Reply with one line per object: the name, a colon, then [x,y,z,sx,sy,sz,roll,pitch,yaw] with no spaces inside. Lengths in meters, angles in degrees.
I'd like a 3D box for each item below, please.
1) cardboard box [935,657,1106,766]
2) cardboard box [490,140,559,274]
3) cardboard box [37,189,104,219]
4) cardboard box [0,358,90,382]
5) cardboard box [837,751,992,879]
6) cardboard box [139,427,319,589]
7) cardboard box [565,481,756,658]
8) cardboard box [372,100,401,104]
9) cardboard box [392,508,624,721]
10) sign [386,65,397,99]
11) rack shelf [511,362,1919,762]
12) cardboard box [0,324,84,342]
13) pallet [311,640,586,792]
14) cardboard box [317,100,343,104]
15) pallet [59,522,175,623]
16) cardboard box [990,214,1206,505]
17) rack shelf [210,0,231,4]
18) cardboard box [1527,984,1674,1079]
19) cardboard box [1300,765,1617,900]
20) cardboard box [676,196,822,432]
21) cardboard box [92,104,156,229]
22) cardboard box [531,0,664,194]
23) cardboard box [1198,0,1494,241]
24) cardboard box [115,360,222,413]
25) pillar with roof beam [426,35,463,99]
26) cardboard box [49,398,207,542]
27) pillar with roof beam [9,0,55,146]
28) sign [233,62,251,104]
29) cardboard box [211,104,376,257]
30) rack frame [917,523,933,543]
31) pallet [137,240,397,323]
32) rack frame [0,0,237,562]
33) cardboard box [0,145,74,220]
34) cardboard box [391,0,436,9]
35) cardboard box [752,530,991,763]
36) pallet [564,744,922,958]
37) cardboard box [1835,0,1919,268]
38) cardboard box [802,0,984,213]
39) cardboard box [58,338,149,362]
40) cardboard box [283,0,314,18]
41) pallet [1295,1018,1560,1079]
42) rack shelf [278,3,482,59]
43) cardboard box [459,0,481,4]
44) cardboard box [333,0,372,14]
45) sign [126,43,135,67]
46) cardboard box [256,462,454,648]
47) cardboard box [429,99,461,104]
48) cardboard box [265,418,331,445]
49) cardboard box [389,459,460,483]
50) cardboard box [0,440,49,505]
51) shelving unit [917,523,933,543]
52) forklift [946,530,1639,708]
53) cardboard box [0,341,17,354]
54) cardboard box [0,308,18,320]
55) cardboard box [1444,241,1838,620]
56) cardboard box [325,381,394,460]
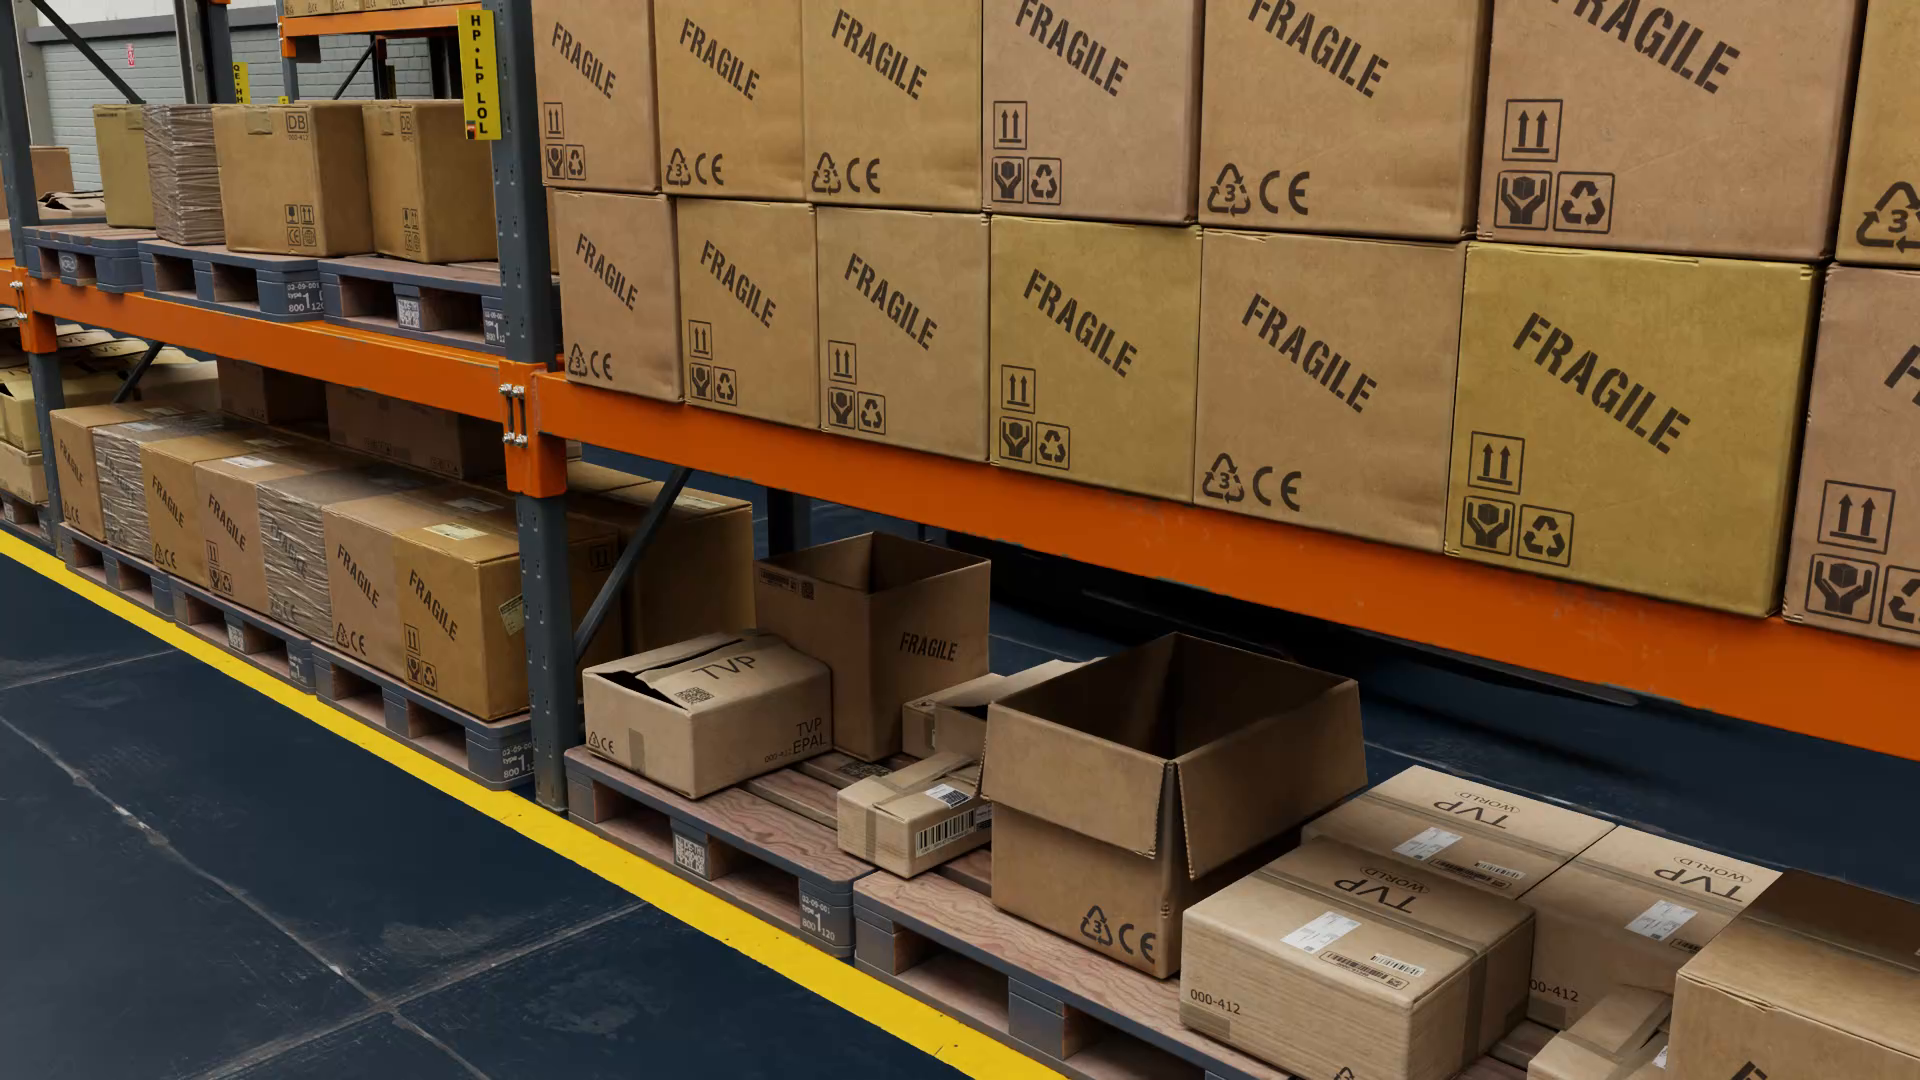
cardboard box: [0.282,0.519,4.450,0.500,0.311,0.500,14,20,42]
cardboard box: [-1.051,-1.123,5.263,0.500,0.500,0.700,7,16,24]
cardboard box: [-4.254,-1.597,8.289,0.500,0.311,0.500,13,20,42]
cardboard box: [-4.672,-0.729,8.290,0.500,0.311,0.500,13,20,41]
cardboard box: [-0.084,0.672,4.150,0.250,0.166,0.380,14,20,42]
cardboard box: [-2.877,-0.141,6.608,0.500,0.500,0.500,13,20,41]
cardboard box: [-1.044,0.120,5.609,0.500,0.500,0.500,13,19,40]
cardboard box: [-4.837,-3.642,14.731,0.500,0.500,0.500,-14,20,-42]
cardboard box: [-1.420,0.214,5.246,0.500,0.500,0.500,14,20,42]
sign: [-5.669,-4.559,16.556,0.005,0.325,0.100,14,20,42]
rack shelf: [0.574,-0.050,3.602,4.000,0.370,1.077,14,20,42]
cardboard box: [-5.397,-1.096,9.697,0.500,0.311,0.500,14,20,42]
pallet: [-1.477,0.466,5.727,1.213,0.211,1.003,14,20,42]
cardboard box: [-5.584,-3.822,15.421,0.500,0.500,0.500,14,20,42]
pallet: [-3.234,0.039,7.365,1.213,0.211,1.003,14,20,42]
cardboard box: [0.409,-0.392,3.290,0.500,0.500,0.500,13,20,41]
rack shelf: [-2.305,-2.202,5.911,4.000,0.370,1.077,14,20,42]
cardboard box: [1.223,0.972,2.998,0.250,0.166,0.380,14,20,42]
cardboard box: [1.100,0.748,3.694,0.500,0.250,0.500,14,20,42]
cardboard box: [-0.317,-0.569,3.969,0.500,0.500,0.500,14,20,43]
cardboard box: [-3.213,-1.610,7.132,0.500,0.500,0.700,7,16,24]
cardboard box: [-0.721,-1.147,4.204,0.500,0.500,0.500,-14,20,-43]
cardboard box: [0.762,-0.787,2.821,0.500,0.500,0.500,-14,20,-43]
cardboard box: [-3.918,-0.737,8.321,0.500,0.311,0.500,-14,20,-42]
pillar with roof beam: [-7.952,-5.904,12.745,0.400,9.000,9.100,14,20,42]
cardboard box: [-3.616,-0.320,7.297,0.500,0.500,0.500,-13,20,-42]
pillar with roof beam: [-16.591,-8.005,20.806,0.400,9.000,9.100,14,20,42]
sign: [-3.375,-2.070,7.790,0.005,0.325,0.100,14,20,42]
cardboard box: [-2.180,-1.298,5.933,0.500,0.500,0.700,8,17,28]
rack frame: [-0.057,-1.030,7.720,0.015,2.100,0.400,14,20,42]
pallet: [-2.342,-1.016,6.263,1.213,0.211,1.003,14,20,42]
rack frame: [-3.745,-1.448,7.542,0.127,3.000,1.000,14,20,42]
cardboard box: [-4.964,-1.787,8.645,0.500,0.500,0.500,12,19,39]
cardboard box: [-4.504,-4.782,14.150,0.500,0.500,0.500,13,19,40]
cardboard box: [-0.258,0.297,4.930,0.500,0.500,0.500,14,20,42]
pallet: [-0.372,0.722,4.745,1.213,0.211,1.003,14,20,42]
cardboard box: [1.503,-0.608,2.137,0.500,0.500,0.500,13,20,42]
cardboard box: [0.020,-0.967,3.512,0.500,0.500,0.500,13,19,41]
cardboard box: [-4.668,-0.917,9.012,0.500,0.311,0.500,13,19,41]
cardboard box: [-6.001,-5.154,15.576,0.500,0.500,0.500,-14,20,-43]
pallet: [1.385,1.149,3.106,1.213,0.211,1.003,14,20,42]
rack shelf: [-4.628,-4.502,14.738,4.000,0.370,1.077,14,20,42]
cardboard box: [-3.726,-4.602,13.457,0.500,0.500,0.500,-14,20,-43]
cardboard box: [-5.263,-4.963,14.845,0.500,0.500,0.500,-13,20,-42]
sign: [-10.972,-6.413,22.000,0.199,0.298,0.001,14,20,42]
cardboard box: [-2.130,0.038,5.921,0.500,0.500,0.500,14,20,43]
cardboard box: [-4.107,-3.461,14.037,0.500,0.500,0.500,14,20,42]
cardboard box: [-2.536,-0.240,6.989,0.500,0.500,0.500,13,19,40]
cardboard box: [-1.791,-0.061,6.301,0.500,0.500,0.500,14,20,43]
cardboard box: [-4.293,-0.369,8.019,0.500,0.250,0.500,-14,20,-43]
shelving unit: [0.119,-0.987,7.556,0.503,2.100,0.431,14,20,42]
forklift: [1.295,-1.033,6.085,1.130,2.935,3.031,-13,19,-40]
cardboard box: [-5.392,-0.906,8.969,0.500,0.311,0.500,-14,20,-43]
cardboard box: [-6.134,-1.274,10.379,0.500,0.311,0.500,14,20,42]
cardboard box: [1.127,-0.216,2.613,0.500,0.500,0.500,14,20,43]
cardboard box: [-2.126,-0.506,6.523,0.500,0.250,0.500,13,20,41]
